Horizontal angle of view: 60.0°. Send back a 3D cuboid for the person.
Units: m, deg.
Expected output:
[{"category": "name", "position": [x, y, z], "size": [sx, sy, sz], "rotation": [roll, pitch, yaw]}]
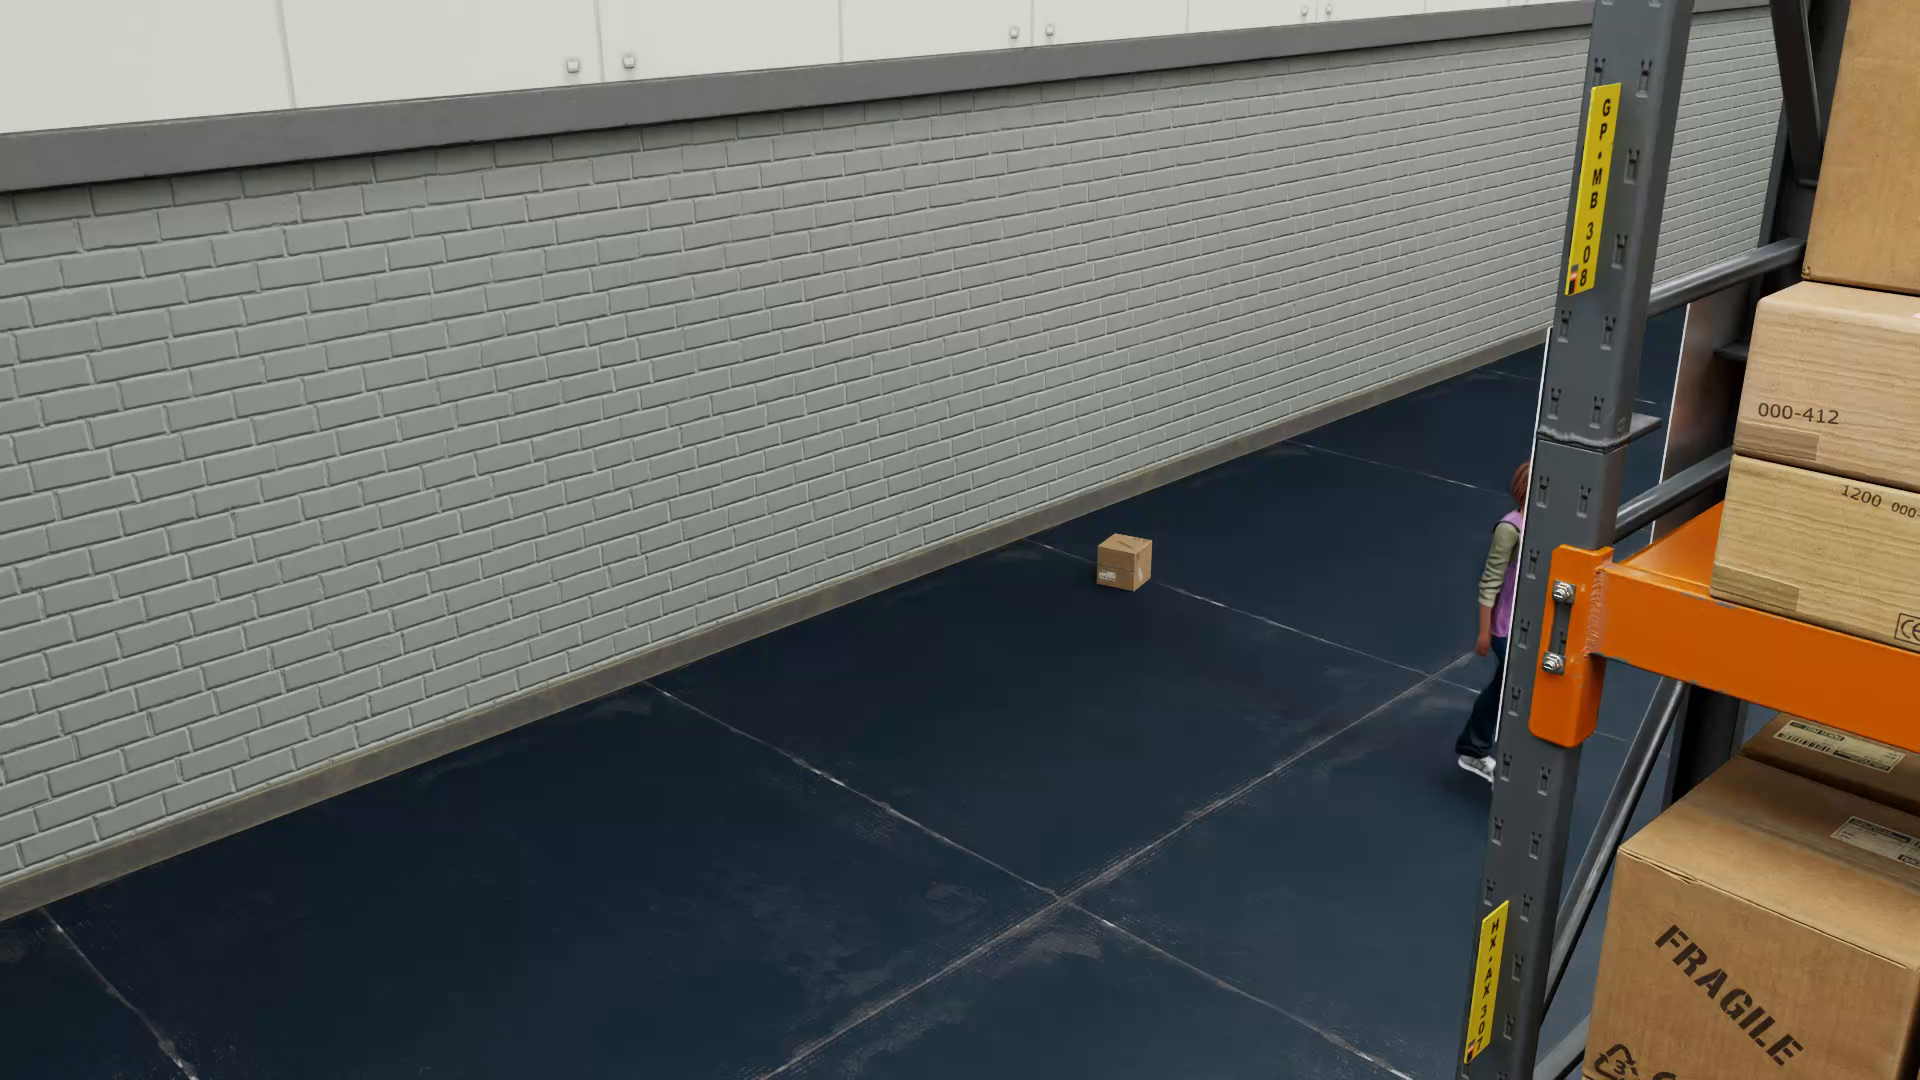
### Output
[{"category": "person", "position": [2.543, 0.440, 7.471], "size": [0.414, 1.649, 0.563], "rotation": [-18, 27, -38]}]
